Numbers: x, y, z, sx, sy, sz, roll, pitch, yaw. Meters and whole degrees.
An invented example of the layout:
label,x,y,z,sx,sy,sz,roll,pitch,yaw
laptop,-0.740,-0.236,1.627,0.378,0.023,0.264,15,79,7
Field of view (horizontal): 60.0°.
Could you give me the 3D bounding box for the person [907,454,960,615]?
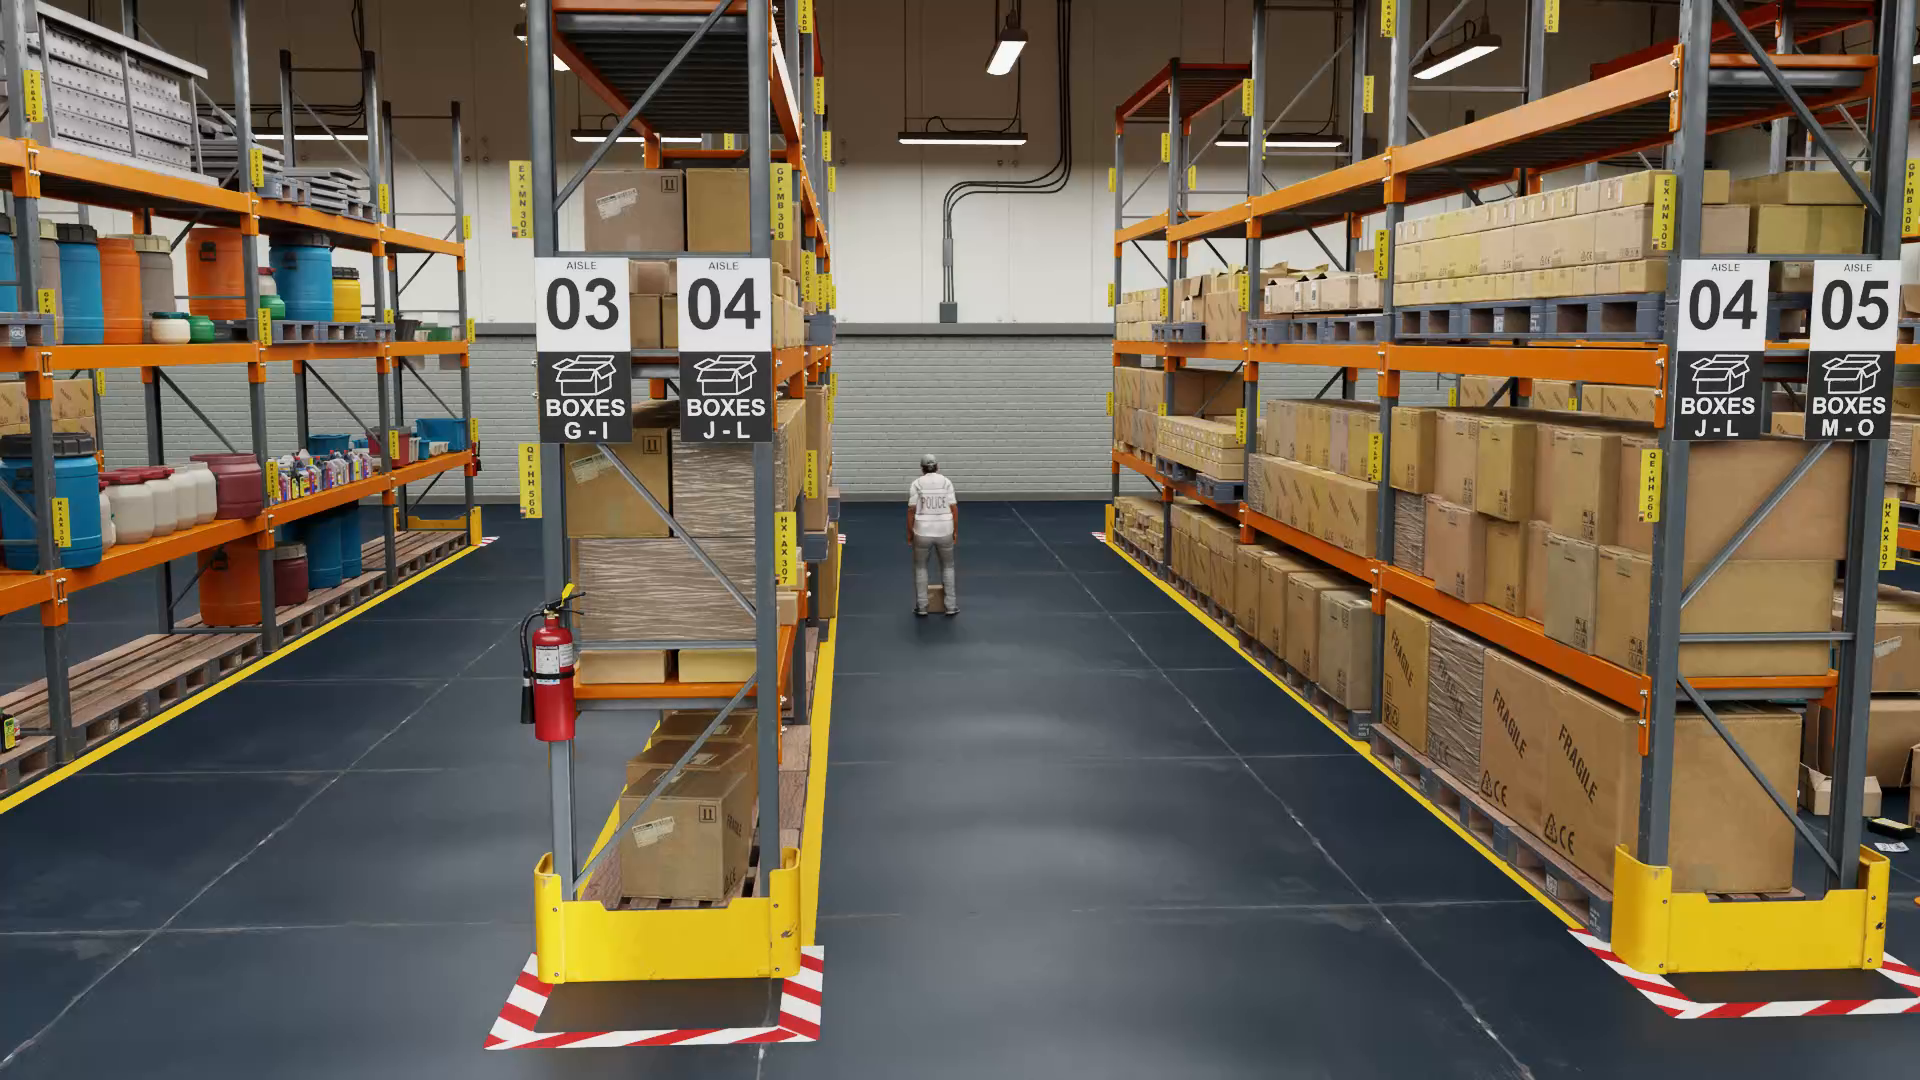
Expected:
label,x,y,z,sx,sy,sz,roll,pitch,yaw
person,-0.274,-0.059,17.211,0.565,1.665,0.470,-1,7,-7
